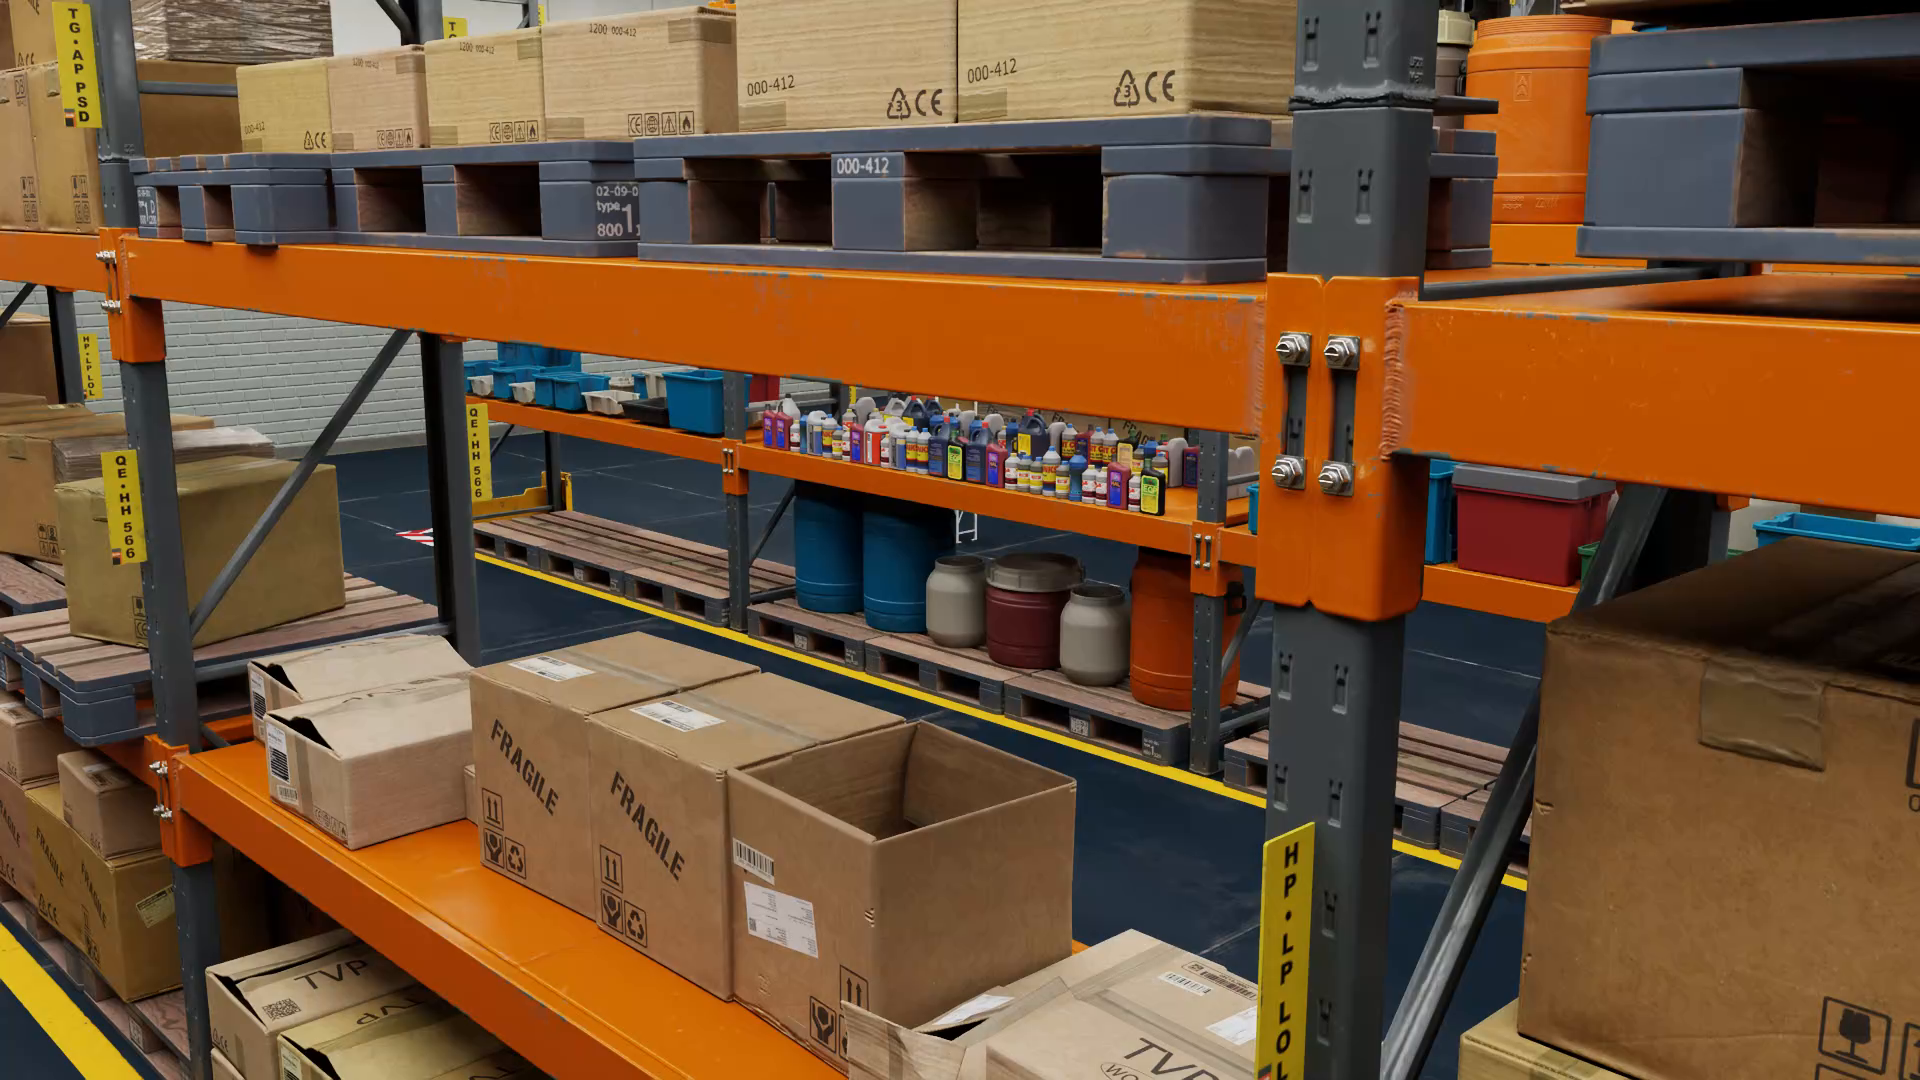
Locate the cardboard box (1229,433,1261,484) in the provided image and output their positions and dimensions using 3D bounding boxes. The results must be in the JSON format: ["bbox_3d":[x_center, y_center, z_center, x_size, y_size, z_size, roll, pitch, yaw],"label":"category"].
[{"bbox_3d":[2.861,-0.680,14.501,1.225,0.875,0.875,-11,16,-42],"label":"cardboard box"}]

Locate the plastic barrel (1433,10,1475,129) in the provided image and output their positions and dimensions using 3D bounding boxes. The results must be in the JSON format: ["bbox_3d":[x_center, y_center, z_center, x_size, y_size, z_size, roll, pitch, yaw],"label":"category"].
[{"bbox_3d":[1.995,-1.896,7.503,0.600,0.901,0.600,0,12,0],"label":"plastic barrel"}]

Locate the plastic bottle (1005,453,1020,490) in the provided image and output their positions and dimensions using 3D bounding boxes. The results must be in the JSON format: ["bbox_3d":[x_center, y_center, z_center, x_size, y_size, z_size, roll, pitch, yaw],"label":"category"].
[{"bbox_3d":[0.301,-0.386,9.344,0.097,0.201,0.097,0,12,0],"label":"plastic bottle"}]

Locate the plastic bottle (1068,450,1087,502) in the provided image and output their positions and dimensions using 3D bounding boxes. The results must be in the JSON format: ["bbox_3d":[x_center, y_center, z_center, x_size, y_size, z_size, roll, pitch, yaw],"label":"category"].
[{"bbox_3d":[0.637,-0.349,8.992,0.097,0.271,0.097,0,12,0],"label":"plastic bottle"}]

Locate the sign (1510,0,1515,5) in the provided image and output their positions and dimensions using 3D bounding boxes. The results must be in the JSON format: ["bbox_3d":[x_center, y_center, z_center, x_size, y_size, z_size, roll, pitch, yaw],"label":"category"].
[{"bbox_3d":[5.657,-5.643,16.990,0.100,0.325,0.005,-11,16,-43],"label":"sign"}]

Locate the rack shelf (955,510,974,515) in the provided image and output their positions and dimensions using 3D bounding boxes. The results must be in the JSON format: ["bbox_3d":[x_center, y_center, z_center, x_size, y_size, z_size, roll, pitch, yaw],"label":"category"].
[{"bbox_3d":[-0.114,-0.314,14.469,0.258,0.148,0.480,-11,16,-43],"label":"rack shelf"}]

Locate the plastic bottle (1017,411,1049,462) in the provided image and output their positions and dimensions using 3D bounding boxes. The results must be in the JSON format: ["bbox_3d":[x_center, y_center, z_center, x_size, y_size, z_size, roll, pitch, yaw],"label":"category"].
[{"bbox_3d":[0.438,-0.601,10.015,0.144,0.351,0.185,-11,16,-43],"label":"plastic bottle"}]

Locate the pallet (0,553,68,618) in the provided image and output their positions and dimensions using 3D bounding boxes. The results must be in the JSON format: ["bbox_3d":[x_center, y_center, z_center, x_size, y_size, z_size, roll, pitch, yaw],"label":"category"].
[{"bbox_3d":[-3.346,0.169,6.631,1.003,0.211,1.213,-11,16,-43],"label":"pallet"}]

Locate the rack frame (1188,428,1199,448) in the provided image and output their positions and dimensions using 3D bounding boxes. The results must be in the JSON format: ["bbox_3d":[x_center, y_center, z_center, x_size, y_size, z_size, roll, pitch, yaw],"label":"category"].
[{"bbox_3d":[2.405,-1.605,14.769,1.000,3.000,0.127,-11,16,-43],"label":"rack frame"}]

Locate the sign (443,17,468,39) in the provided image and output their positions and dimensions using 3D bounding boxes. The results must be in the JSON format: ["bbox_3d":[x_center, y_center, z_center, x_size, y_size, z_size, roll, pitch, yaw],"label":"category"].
[{"bbox_3d":[-1.593,-1.479,5.244,0.100,0.325,0.005,-11,16,-43],"label":"sign"}]

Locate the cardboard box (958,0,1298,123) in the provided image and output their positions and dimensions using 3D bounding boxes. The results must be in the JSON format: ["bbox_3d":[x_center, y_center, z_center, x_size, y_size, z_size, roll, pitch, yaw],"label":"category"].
[{"bbox_3d":[0.344,-0.750,2.517,0.500,0.250,0.500,-9,15,-37],"label":"cardboard box"}]

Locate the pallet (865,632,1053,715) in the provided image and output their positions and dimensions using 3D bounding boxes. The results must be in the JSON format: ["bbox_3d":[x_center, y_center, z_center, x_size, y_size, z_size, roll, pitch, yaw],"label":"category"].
[{"bbox_3d":[0.172,0.747,10.261,1.003,0.211,1.213,-11,16,-43],"label":"pallet"}]

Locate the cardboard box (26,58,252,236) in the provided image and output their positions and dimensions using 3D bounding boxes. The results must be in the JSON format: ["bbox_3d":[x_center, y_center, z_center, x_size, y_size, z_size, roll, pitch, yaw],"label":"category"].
[{"bbox_3d":[-2.326,-1.219,5.211,0.910,0.500,0.500,-11,16,-43],"label":"cardboard box"}]

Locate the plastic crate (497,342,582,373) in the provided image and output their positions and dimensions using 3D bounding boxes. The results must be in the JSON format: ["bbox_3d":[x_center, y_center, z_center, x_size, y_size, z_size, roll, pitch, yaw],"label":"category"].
[{"bbox_3d":[-3.573,-1.523,14.132,0.616,0.435,0.499,-11,16,-43],"label":"plastic crate"}]

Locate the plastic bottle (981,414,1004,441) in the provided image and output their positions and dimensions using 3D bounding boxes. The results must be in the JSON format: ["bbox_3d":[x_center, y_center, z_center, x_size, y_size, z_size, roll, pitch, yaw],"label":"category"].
[{"bbox_3d":[0.182,-0.661,10.495,0.152,0.276,0.135,-11,16,-43],"label":"plastic bottle"}]

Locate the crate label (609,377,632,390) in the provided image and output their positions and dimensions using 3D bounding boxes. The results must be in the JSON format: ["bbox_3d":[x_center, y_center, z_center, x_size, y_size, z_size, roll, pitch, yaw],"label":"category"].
[{"bbox_3d":[-2.846,-1.224,13.422,0.396,0.136,0.243,-11,16,-43],"label":"crate label"}]

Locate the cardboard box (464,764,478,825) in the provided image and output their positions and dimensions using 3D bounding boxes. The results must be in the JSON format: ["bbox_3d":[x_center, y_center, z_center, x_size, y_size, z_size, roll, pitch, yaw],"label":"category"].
[{"bbox_3d":[-1.079,0.660,4.398,0.380,0.149,0.250,-9,15,-38],"label":"cardboard box"}]

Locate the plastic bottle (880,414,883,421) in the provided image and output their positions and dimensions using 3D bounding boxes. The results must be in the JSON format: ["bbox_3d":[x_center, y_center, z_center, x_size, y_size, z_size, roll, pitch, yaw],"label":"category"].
[{"bbox_3d":[-0.496,-0.732,11.022,0.097,0.201,0.097,0,12,0],"label":"plastic bottle"}]

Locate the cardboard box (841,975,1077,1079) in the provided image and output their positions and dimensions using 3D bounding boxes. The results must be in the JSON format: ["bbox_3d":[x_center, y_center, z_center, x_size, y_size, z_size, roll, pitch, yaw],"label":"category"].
[{"bbox_3d":[0.022,0.905,2.916,0.258,0.266,0.396,11,16,44],"label":"cardboard box"}]

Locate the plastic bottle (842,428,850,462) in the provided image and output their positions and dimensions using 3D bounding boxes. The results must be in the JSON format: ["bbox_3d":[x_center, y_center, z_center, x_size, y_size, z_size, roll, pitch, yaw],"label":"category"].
[{"bbox_3d":[-0.686,-0.594,10.355,0.097,0.201,0.097,0,12,0],"label":"plastic bottle"}]

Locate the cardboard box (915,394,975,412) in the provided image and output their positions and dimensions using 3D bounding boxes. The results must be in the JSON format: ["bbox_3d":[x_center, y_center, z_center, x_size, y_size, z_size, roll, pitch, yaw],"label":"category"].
[{"bbox_3d":[0.142,-1.272,17.375,0.875,0.875,0.875,-11,16,-43],"label":"cardboard box"}]

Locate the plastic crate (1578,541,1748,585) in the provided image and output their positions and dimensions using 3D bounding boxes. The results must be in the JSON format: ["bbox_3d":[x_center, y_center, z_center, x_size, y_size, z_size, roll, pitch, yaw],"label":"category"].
[{"bbox_3d":[2.941,0.142,6.816,0.450,0.188,0.662,-11,16,-43],"label":"plastic crate"}]

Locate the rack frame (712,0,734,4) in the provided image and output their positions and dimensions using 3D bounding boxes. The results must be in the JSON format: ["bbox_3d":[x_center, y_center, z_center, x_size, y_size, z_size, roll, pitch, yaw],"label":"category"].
[{"bbox_3d":[-1.177,-3.853,10.813,1.000,3.000,0.127,-11,16,-43],"label":"rack frame"}]

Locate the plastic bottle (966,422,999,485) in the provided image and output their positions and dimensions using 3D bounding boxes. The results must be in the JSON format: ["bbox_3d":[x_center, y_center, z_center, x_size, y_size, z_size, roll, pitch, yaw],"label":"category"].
[{"bbox_3d":[0.128,-0.502,9.539,0.144,0.351,0.185,-11,16,-43],"label":"plastic bottle"}]

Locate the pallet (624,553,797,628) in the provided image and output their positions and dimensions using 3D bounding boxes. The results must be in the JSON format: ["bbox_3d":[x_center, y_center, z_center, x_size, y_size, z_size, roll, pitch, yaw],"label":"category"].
[{"bbox_3d":[-1.713,0.349,12.195,1.003,0.211,1.213,-11,16,-43],"label":"pallet"}]

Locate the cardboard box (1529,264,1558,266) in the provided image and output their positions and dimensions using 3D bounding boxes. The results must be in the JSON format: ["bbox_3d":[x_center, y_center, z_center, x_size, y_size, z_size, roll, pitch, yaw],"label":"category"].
[{"bbox_3d":[8.004,-3.778,22.588,0.500,0.500,0.500,-11,16,-42],"label":"cardboard box"}]

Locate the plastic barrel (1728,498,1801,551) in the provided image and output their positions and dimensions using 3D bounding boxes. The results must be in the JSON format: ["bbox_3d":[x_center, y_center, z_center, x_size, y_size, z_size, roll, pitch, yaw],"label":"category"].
[{"bbox_3d":[3.339,-0.091,7.084,0.433,0.535,0.433,0,12,0],"label":"plastic barrel"}]

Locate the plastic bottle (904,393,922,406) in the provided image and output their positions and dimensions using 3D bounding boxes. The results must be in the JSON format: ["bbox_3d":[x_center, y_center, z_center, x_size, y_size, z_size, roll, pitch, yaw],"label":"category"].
[{"bbox_3d":[-0.306,-0.802,10.994,0.144,0.351,0.185,-11,16,-43],"label":"plastic bottle"}]

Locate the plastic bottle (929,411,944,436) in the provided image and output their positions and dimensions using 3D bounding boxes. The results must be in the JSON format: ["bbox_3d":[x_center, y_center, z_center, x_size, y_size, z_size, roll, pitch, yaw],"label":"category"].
[{"bbox_3d":[-0.148,-0.692,10.658,0.097,0.271,0.097,0,12,0],"label":"plastic bottle"}]

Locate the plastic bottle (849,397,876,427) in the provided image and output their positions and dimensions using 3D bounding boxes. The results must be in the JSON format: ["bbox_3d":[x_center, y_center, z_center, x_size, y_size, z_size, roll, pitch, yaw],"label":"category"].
[{"bbox_3d":[-0.671,-0.842,11.371,0.152,0.276,0.135,-11,16,-43],"label":"plastic bottle"}]

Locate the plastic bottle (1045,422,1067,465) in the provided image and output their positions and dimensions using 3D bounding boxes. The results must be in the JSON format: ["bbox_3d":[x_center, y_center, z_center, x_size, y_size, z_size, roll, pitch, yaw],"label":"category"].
[{"bbox_3d":[0.562,-0.581,10.105,0.152,0.276,0.135,-11,16,-43],"label":"plastic bottle"}]

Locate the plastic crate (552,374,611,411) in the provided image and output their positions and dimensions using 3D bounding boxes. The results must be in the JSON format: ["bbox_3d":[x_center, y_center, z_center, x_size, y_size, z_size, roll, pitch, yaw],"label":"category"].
[{"bbox_3d":[-2.891,-1.128,12.720,0.416,0.233,0.300,-11,16,-43],"label":"plastic crate"}]

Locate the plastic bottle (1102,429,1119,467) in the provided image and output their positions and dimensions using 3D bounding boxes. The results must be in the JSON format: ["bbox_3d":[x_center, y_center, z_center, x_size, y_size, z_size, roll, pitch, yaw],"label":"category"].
[{"bbox_3d":[0.889,-0.518,9.810,0.097,0.271,0.097,0,12,0],"label":"plastic bottle"}]

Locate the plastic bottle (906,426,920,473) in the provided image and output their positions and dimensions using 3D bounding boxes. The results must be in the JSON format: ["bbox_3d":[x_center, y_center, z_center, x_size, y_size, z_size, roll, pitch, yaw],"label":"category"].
[{"bbox_3d":[-0.273,-0.542,9.925,0.097,0.271,0.097,0,12,0],"label":"plastic bottle"}]

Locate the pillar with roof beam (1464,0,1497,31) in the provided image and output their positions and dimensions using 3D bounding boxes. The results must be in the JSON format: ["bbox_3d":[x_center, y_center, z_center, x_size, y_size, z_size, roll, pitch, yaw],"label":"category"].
[{"bbox_3d":[6.074,-7.120,26.668,9.100,9.000,0.548,-11,16,-43],"label":"pillar with roof beam"}]

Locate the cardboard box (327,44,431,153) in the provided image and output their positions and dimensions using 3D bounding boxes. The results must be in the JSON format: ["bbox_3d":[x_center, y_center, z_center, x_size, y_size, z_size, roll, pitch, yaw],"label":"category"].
[{"bbox_3d":[-1.271,-1.110,4.265,0.500,0.250,0.500,-10,16,-41],"label":"cardboard box"}]

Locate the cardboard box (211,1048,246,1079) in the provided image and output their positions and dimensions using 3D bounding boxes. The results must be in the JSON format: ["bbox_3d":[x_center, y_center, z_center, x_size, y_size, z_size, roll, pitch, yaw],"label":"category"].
[{"bbox_3d":[-1.851,1.617,4.903,0.500,0.250,0.500,-11,16,-43],"label":"cardboard box"}]

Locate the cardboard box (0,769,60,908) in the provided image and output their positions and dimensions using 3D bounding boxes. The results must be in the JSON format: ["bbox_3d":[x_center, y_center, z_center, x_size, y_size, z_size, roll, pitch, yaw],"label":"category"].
[{"bbox_3d":[-3.540,1.112,6.683,0.500,0.500,0.500,11,16,43],"label":"cardboard box"}]

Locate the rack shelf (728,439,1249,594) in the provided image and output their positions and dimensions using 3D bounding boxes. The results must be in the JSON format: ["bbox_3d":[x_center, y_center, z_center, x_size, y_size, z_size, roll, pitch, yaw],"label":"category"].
[{"bbox_3d":[0.204,-0.271,10.075,1.077,0.370,4.000,-11,16,-43],"label":"rack shelf"}]

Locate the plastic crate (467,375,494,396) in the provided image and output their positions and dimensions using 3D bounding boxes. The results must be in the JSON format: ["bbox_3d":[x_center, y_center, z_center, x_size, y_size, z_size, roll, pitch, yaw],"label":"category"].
[{"bbox_3d":[-3.846,-1.259,13.592,0.250,0.136,0.298,-11,16,-43],"label":"plastic crate"}]

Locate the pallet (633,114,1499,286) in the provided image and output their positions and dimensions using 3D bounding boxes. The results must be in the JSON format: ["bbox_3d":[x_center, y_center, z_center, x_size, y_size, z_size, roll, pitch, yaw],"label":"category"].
[{"bbox_3d":[0.144,-0.560,2.737,1.217,0.209,0.805,11,16,43],"label":"pallet"}]

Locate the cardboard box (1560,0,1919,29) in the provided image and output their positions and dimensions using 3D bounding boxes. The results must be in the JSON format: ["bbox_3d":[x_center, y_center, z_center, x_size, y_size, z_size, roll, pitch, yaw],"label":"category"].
[{"bbox_3d":[0.919,-0.740,1.500,0.500,0.500,0.500,-9,15,-38],"label":"cardboard box"}]

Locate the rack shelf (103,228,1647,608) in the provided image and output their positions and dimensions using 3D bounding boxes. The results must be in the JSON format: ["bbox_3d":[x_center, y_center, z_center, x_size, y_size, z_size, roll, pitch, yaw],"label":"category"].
[{"bbox_3d":[-0.619,-0.466,3.591,1.077,0.370,4.000,-11,16,-43],"label":"rack shelf"}]

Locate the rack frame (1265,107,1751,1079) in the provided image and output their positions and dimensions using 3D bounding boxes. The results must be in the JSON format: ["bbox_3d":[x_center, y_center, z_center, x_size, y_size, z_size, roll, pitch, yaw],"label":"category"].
[{"bbox_3d":[0.762,0.942,2.404,1.000,3.000,0.127,-11,16,-43],"label":"rack frame"}]

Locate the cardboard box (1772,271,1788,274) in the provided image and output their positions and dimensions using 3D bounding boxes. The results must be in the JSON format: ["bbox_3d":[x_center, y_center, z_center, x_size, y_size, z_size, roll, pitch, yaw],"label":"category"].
[{"bbox_3d":[10.040,-3.350,20.513,0.500,0.500,0.500,-11,16,-43],"label":"cardboard box"}]

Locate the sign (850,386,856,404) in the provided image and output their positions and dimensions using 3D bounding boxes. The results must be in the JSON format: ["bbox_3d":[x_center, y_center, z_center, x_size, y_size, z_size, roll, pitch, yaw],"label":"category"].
[{"bbox_3d":[-0.778,-1.127,11.762,0.100,0.325,0.005,-11,16,-43],"label":"sign"}]

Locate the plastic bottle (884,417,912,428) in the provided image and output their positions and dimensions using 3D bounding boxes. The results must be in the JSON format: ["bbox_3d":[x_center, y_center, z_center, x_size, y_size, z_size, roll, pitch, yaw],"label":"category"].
[{"bbox_3d":[-0.384,-0.620,10.293,0.152,0.276,0.135,-11,16,-43],"label":"plastic bottle"}]

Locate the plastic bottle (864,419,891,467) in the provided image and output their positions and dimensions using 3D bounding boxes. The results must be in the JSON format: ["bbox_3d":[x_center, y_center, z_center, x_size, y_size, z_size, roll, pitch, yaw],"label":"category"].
[{"bbox_3d":[-0.494,-0.598,10.190,0.152,0.276,0.135,-11,16,-43],"label":"plastic bottle"}]

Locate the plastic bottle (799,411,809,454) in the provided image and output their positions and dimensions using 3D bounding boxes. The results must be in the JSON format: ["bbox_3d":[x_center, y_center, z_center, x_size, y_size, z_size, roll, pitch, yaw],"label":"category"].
[{"bbox_3d":[-0.980,-0.691,10.651,0.097,0.271,0.097,0,12,0],"label":"plastic bottle"}]

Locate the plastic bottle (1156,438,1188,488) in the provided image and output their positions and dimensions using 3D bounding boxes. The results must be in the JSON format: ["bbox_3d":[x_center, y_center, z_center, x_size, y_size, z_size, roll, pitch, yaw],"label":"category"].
[{"bbox_3d":[1.201,-0.446,9.451,0.152,0.276,0.135,-11,16,-43],"label":"plastic bottle"}]

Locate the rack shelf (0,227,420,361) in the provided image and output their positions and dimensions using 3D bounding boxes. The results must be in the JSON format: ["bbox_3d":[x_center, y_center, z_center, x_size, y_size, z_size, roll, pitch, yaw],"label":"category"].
[{"bbox_3d":[-3.381,-1.050,6.424,1.077,0.370,4.000,-11,16,-43],"label":"rack shelf"}]

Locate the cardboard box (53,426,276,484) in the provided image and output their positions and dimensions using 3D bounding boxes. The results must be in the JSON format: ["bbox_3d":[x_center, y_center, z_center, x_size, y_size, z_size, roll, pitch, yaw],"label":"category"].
[{"bbox_3d":[-3.010,-0.132,6.332,0.700,0.500,0.500,-7,14,-32],"label":"cardboard box"}]

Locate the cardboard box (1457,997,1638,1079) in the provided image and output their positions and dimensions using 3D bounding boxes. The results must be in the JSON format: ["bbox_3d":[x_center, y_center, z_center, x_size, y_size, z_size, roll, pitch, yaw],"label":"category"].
[{"bbox_3d":[0.808,0.642,2.007,0.380,0.149,0.250,-11,16,-43],"label":"cardboard box"}]

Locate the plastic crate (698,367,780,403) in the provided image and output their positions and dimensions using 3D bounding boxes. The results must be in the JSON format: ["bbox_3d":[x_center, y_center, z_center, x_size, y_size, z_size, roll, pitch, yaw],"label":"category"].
[{"bbox_3d":[-1.612,-1.141,12.208,0.402,0.464,0.583,-11,16,-43],"label":"plastic crate"}]

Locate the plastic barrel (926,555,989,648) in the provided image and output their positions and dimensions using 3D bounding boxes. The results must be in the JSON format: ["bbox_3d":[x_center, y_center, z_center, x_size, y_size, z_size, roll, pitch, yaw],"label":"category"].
[{"bbox_3d":[0.000,0.378,10.268,0.421,0.512,0.421,0,12,0],"label":"plastic barrel"}]

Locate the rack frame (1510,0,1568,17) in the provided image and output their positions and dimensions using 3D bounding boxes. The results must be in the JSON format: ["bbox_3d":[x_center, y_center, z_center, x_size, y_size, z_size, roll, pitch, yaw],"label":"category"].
[{"bbox_3d":[6.062,-5.220,17.447,1.000,3.000,0.127,-11,16,-43],"label":"rack frame"}]

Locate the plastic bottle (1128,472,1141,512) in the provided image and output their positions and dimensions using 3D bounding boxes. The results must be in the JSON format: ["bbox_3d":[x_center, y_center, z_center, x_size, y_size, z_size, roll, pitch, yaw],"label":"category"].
[{"bbox_3d":[0.931,-0.253,8.697,0.097,0.201,0.097,0,12,0],"label":"plastic bottle"}]

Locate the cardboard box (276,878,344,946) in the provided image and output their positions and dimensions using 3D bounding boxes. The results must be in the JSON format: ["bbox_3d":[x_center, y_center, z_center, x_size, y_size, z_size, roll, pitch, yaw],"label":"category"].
[{"bbox_3d":[-2.108,1.261,5.961,0.500,0.500,0.500,-10,15,-40],"label":"cardboard box"}]

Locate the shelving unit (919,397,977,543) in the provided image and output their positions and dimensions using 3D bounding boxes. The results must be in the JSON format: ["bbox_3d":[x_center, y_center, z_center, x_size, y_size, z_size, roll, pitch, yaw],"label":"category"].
[{"bbox_3d":[-0.114,-0.612,14.408,0.258,1.200,0.503,-11,16,-43],"label":"shelving unit"}]
